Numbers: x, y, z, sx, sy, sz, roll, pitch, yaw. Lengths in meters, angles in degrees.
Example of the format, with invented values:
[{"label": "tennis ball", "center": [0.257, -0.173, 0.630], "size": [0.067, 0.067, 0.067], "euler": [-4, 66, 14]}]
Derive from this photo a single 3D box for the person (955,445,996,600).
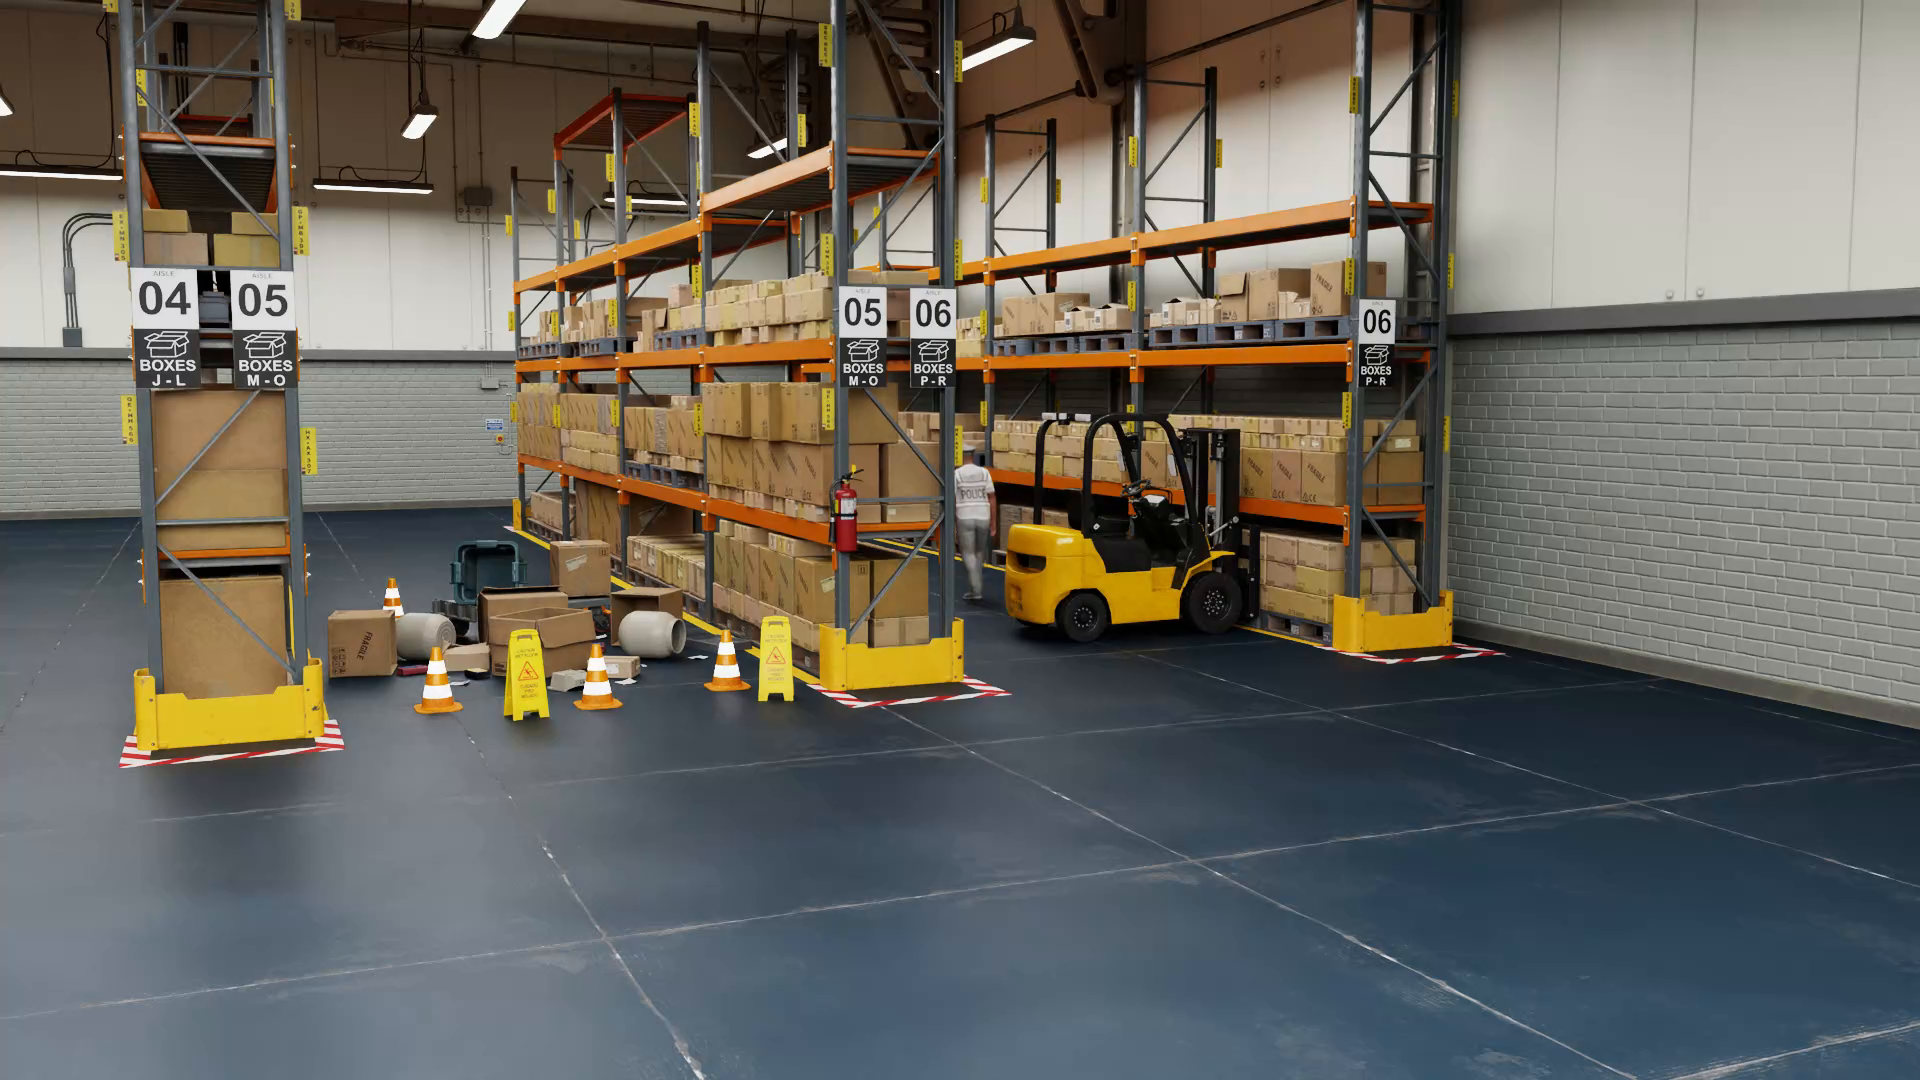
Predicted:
[{"label": "person", "center": [0.125, -0.150, 18.636], "size": [0.559, 1.823, 0.708], "euler": [-2, 6, -24]}]
